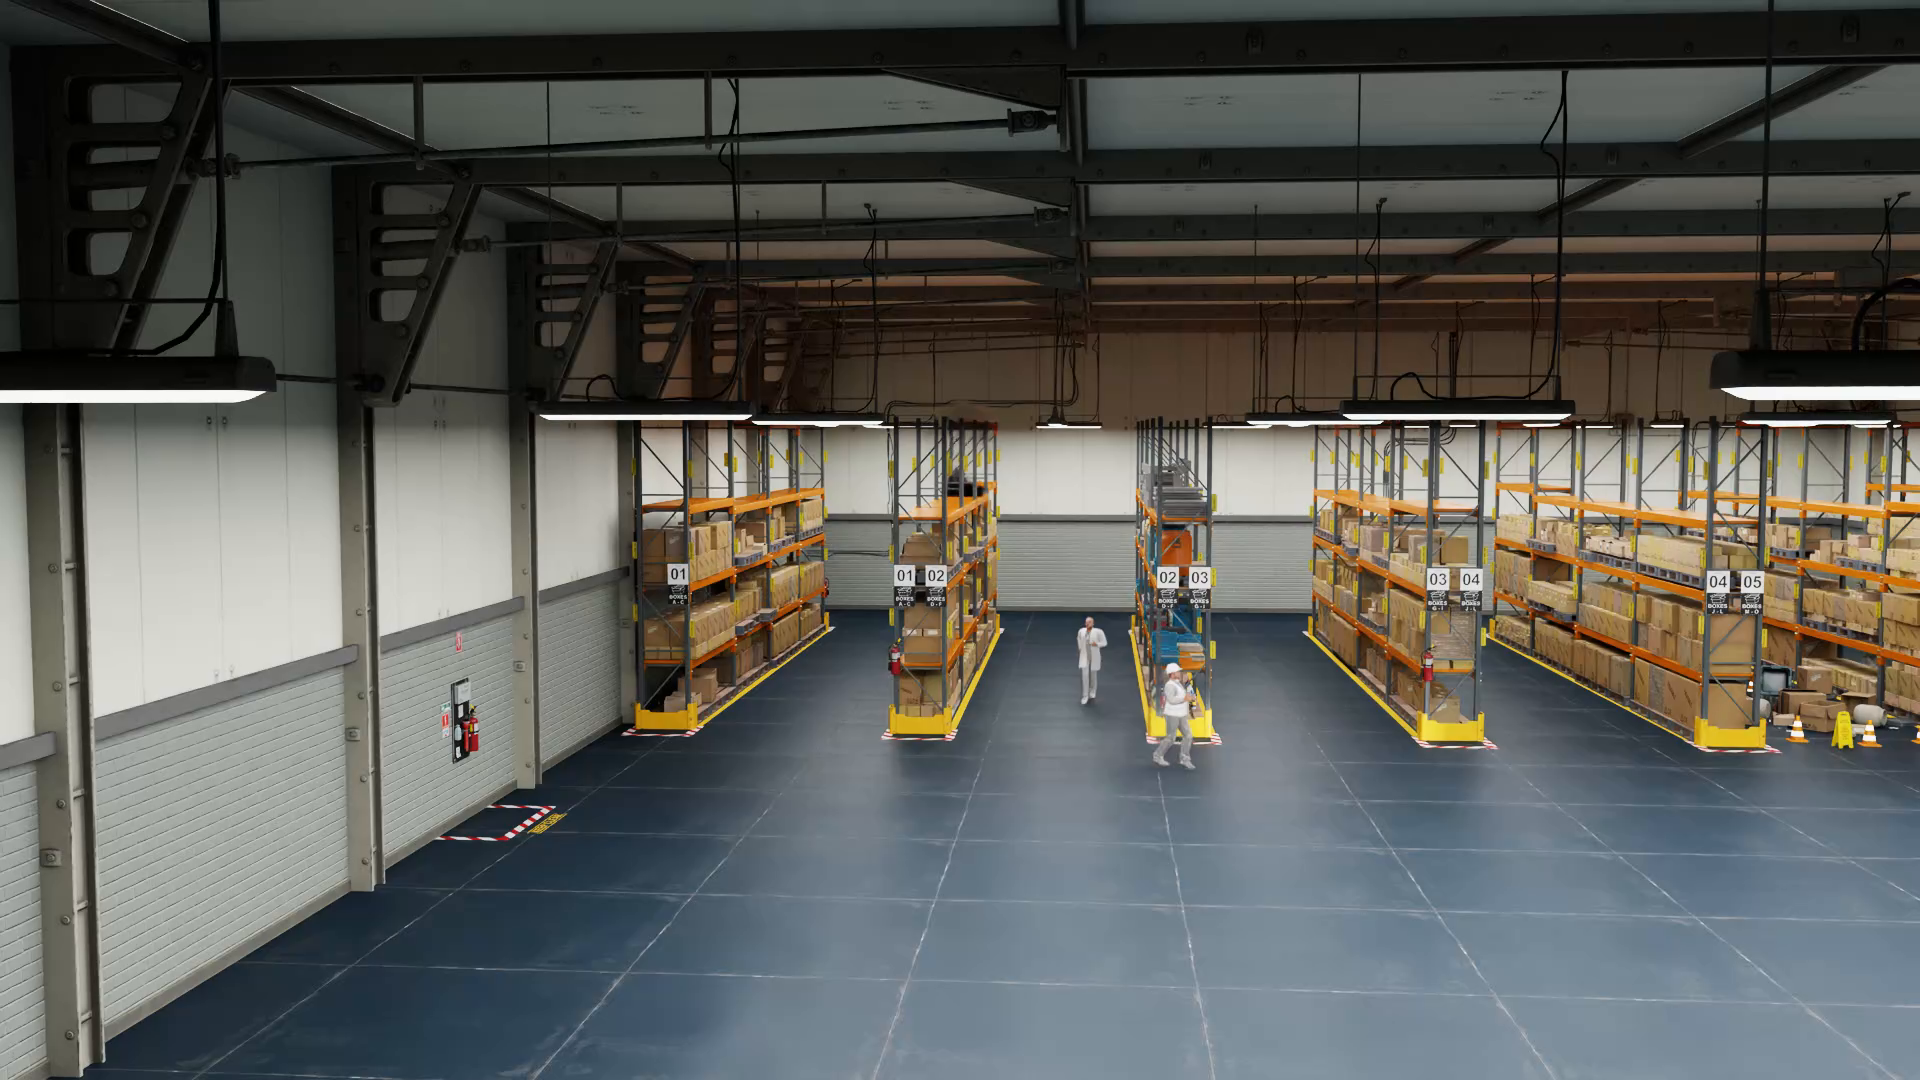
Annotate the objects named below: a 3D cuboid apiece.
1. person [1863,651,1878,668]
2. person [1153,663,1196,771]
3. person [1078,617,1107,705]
[{"bbox_3d":[21.072,2.395,38.306,0.608,1.649,0.570,0,4,0],"label":"person"},{"bbox_3d":[3.637,2.991,28.143,0.740,1.820,0.641,2,4,28],"label":"person"},{"bbox_3d":[2.784,2.531,35.210,0.680,1.816,0.978,1,4,14],"label":"person"}]
